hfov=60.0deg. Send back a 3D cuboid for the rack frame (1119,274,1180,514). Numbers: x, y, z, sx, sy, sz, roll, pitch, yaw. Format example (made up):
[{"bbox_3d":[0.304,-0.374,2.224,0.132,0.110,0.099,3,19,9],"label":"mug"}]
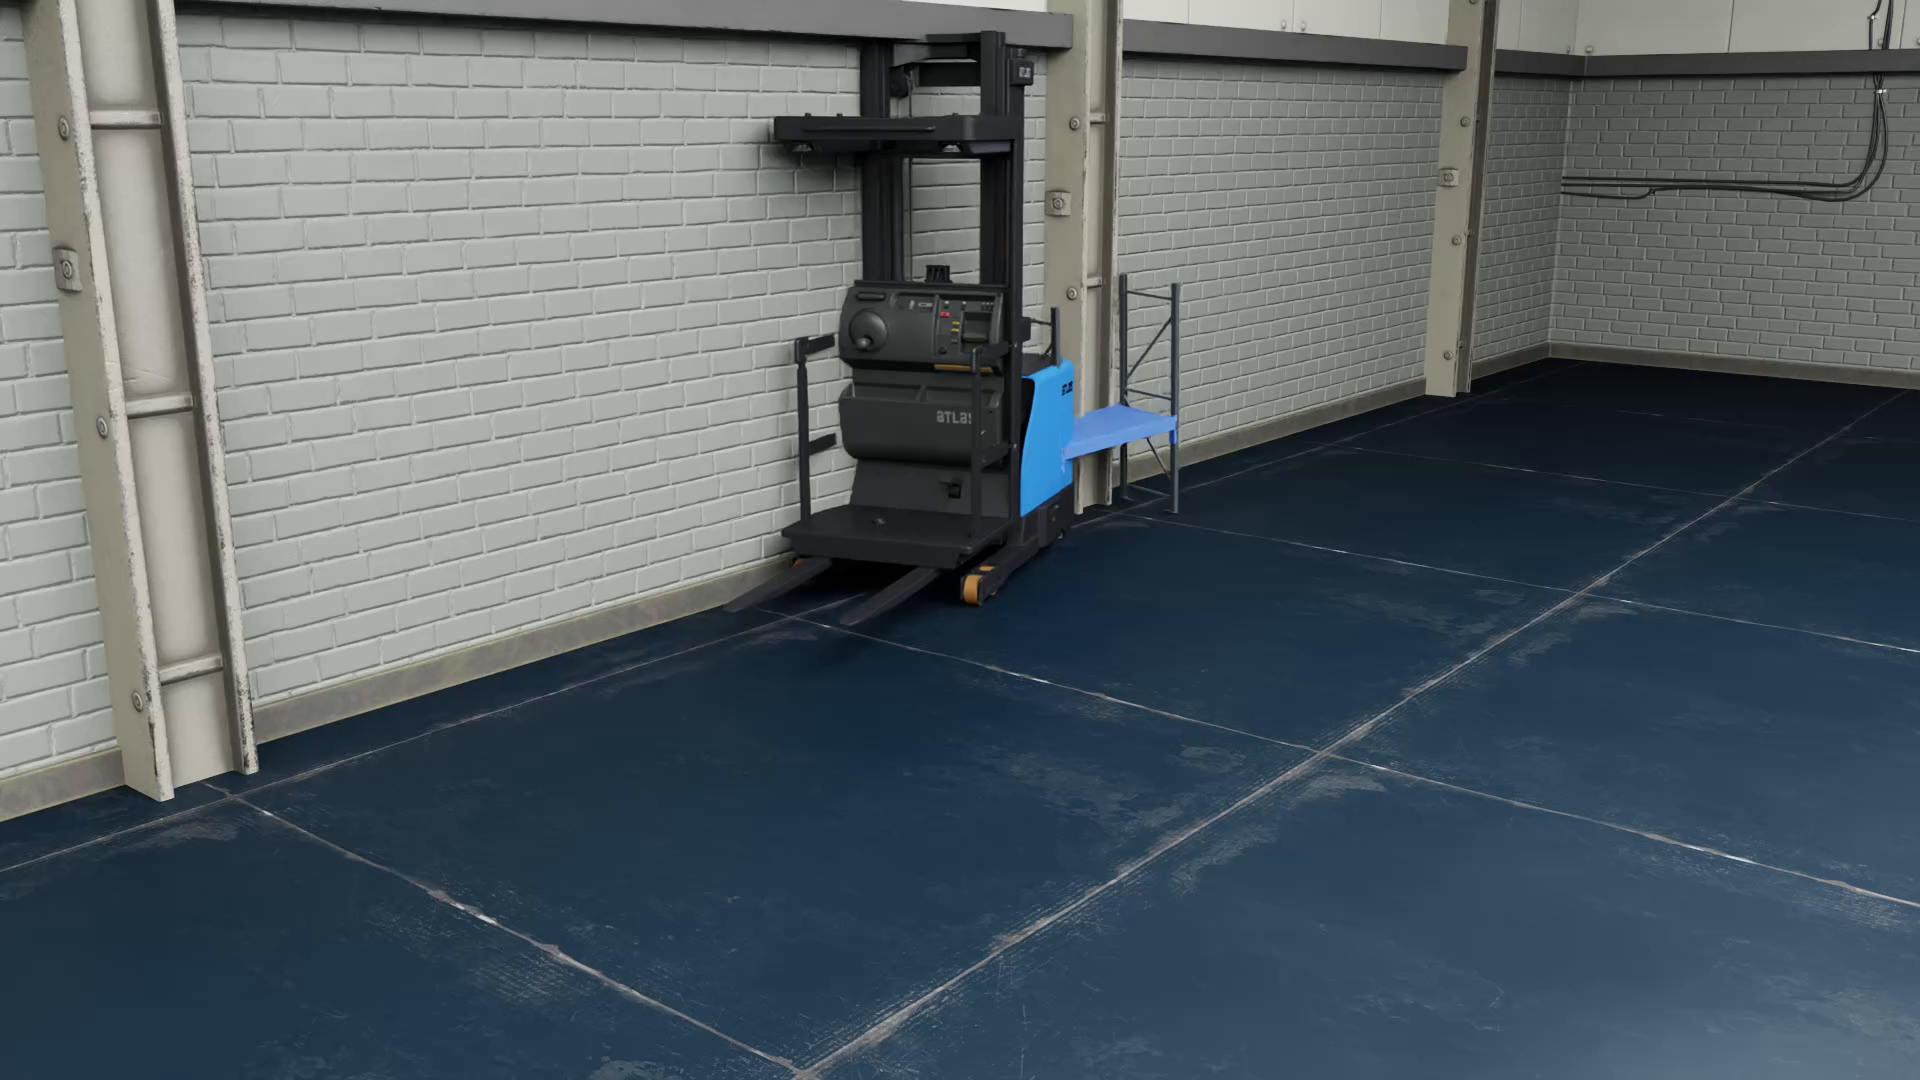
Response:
[{"bbox_3d":[1.217,-0.936,10.722,0.032,1.500,0.500,-17,24,-37],"label":"rack frame"}]

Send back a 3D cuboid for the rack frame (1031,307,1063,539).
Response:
[{"bbox_3d":[0.436,-0.700,10.117,0.032,1.500,0.500,-17,24,-37],"label":"rack frame"}]

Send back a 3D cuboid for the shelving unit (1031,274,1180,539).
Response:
[{"bbox_3d":[0.826,-0.818,10.419,1.048,1.500,0.538,-17,24,-37],"label":"shelving unit"}]

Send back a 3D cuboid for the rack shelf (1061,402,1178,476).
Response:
[{"bbox_3d":[0.832,-0.648,10.478,1.000,0.185,0.538,-17,24,-37],"label":"rack shelf"}]

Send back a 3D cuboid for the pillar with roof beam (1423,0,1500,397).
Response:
[{"bbox_3d":[7.890,-5.071,11.807,9.100,9.000,0.400,11,18,38],"label":"pillar with roof beam"}]

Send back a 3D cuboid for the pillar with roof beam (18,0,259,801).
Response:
[{"bbox_3d":[0.348,-2.773,2.761,9.100,9.000,0.400,11,18,38],"label":"pillar with roof beam"}]

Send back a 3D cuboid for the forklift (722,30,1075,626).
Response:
[{"bbox_3d":[-0.286,-1.190,8.854,1.130,2.935,3.031,5,15,20],"label":"forklift"}]

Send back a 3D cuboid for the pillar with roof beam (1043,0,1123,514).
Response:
[{"bbox_3d":[4.119,-3.922,7.284,9.100,9.000,0.400,11,18,38],"label":"pillar with roof beam"}]

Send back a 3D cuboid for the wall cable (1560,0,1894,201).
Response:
[{"bbox_3d":[7.422,-4.592,16.228,3.097,2.526,0.112,11,18,38],"label":"wall cable"}]
